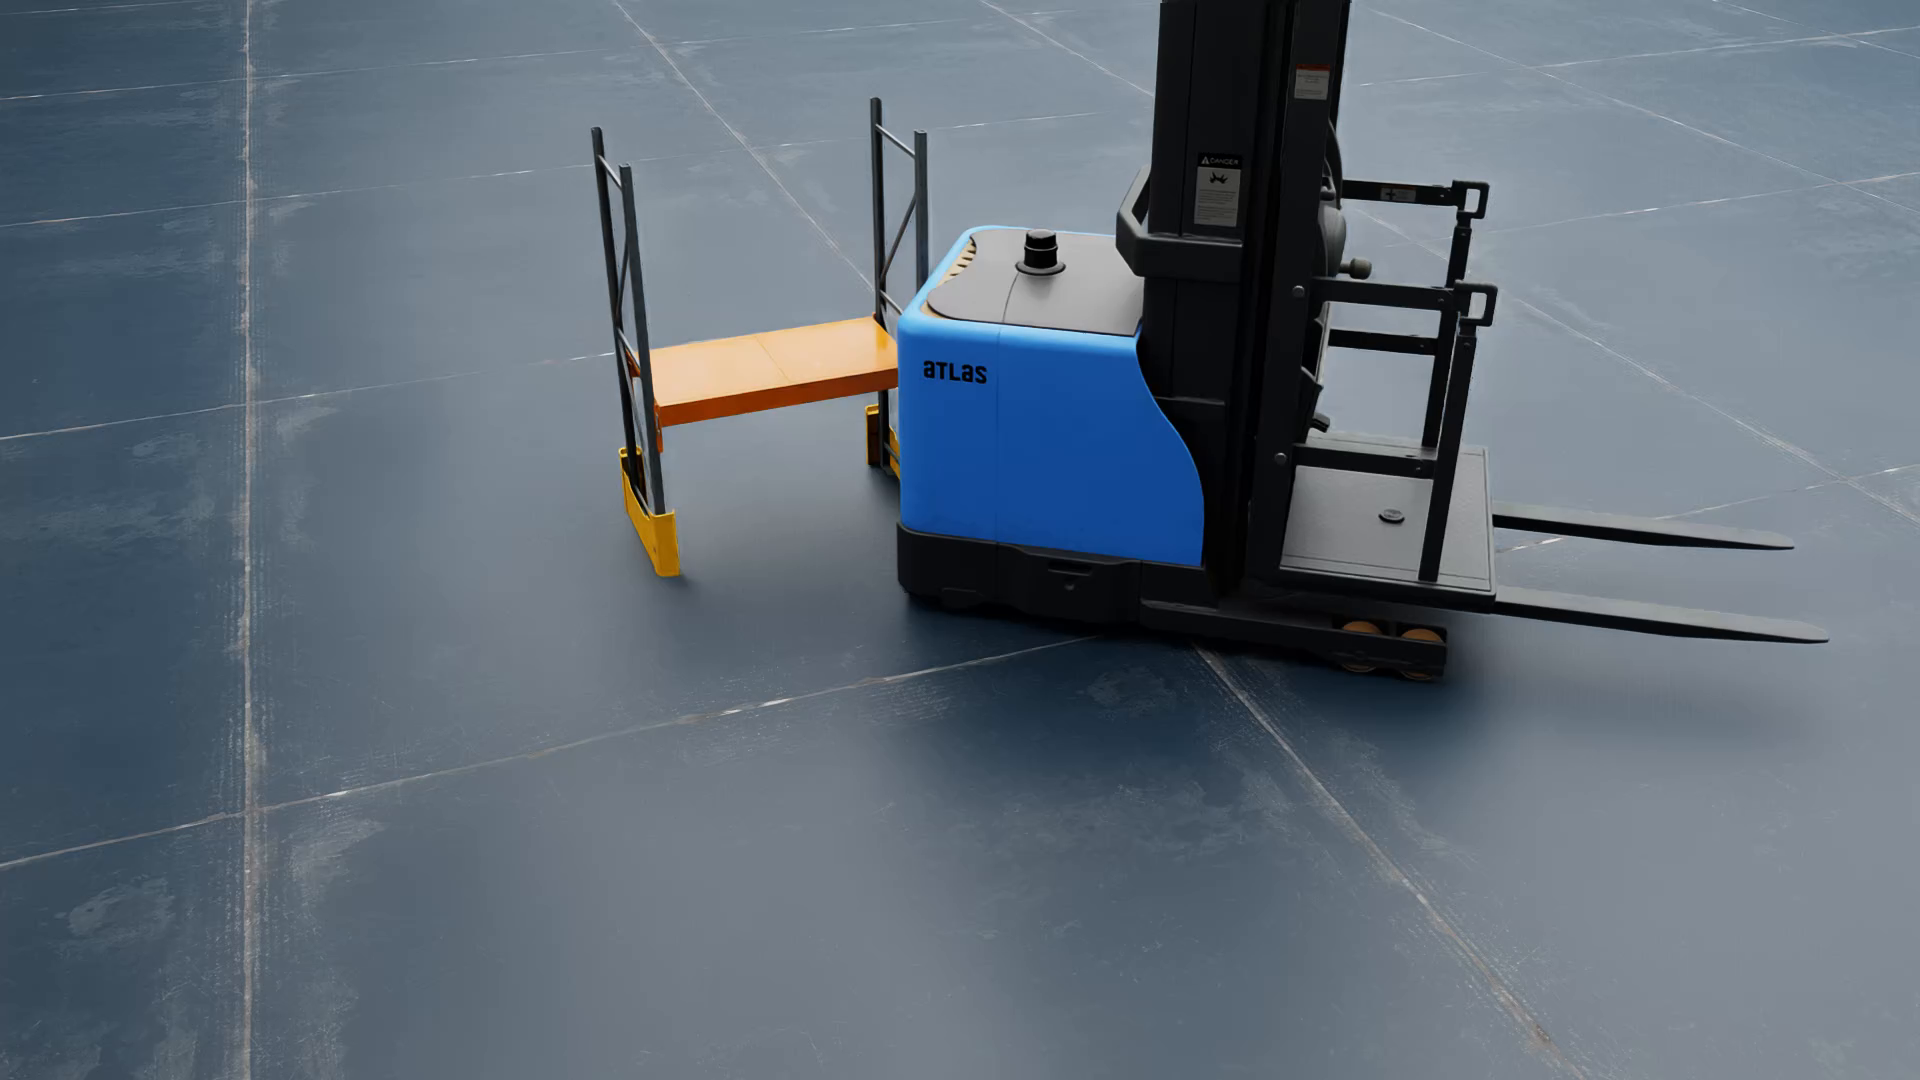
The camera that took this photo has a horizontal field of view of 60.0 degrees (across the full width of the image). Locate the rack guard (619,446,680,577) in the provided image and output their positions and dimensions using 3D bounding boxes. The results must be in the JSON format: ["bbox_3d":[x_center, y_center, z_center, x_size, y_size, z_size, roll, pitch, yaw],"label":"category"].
[{"bbox_3d":[-1.160,-0.114,6.198,0.087,0.250,0.587,-11,32,-19],"label":"rack guard"}]

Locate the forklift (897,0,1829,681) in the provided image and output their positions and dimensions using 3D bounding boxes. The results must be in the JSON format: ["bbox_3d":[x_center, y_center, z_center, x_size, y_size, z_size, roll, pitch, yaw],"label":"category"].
[{"bbox_3d":[1.355,-1.105,5.228,3.031,2.935,1.130,7,30,12],"label":"forklift"}]

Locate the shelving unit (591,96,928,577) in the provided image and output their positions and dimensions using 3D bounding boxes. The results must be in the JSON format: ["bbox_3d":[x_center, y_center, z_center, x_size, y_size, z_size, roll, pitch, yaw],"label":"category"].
[{"bbox_3d":[-0.699,-0.751,6.053,1.083,1.500,0.587,-11,32,-19],"label":"shelving unit"}]

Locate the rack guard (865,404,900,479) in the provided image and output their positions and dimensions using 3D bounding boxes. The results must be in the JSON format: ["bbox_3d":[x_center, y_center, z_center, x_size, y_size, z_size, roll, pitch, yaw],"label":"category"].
[{"bbox_3d":[-0.238,-0.301,6.526,0.087,0.250,0.587,-11,32,-19],"label":"rack guard"}]

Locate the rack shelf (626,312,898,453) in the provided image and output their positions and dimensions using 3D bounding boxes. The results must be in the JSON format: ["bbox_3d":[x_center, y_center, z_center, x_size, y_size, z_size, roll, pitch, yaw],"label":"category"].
[{"bbox_3d":[-0.691,-0.596,6.145,1.000,0.185,0.538,-11,32,-19],"label":"rack shelf"}]

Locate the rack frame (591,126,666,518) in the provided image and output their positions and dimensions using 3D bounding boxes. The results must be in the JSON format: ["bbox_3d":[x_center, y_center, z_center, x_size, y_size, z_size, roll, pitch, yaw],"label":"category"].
[{"bbox_3d":[-1.161,-0.657,5.889,0.032,1.500,0.500,-11,32,-19],"label":"rack frame"}]

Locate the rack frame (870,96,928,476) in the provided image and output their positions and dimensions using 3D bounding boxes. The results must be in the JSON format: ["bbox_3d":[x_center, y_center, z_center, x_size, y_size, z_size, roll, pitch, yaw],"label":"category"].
[{"bbox_3d":[-0.220,-0.848,6.223,0.032,1.500,0.500,-11,32,-19],"label":"rack frame"}]
